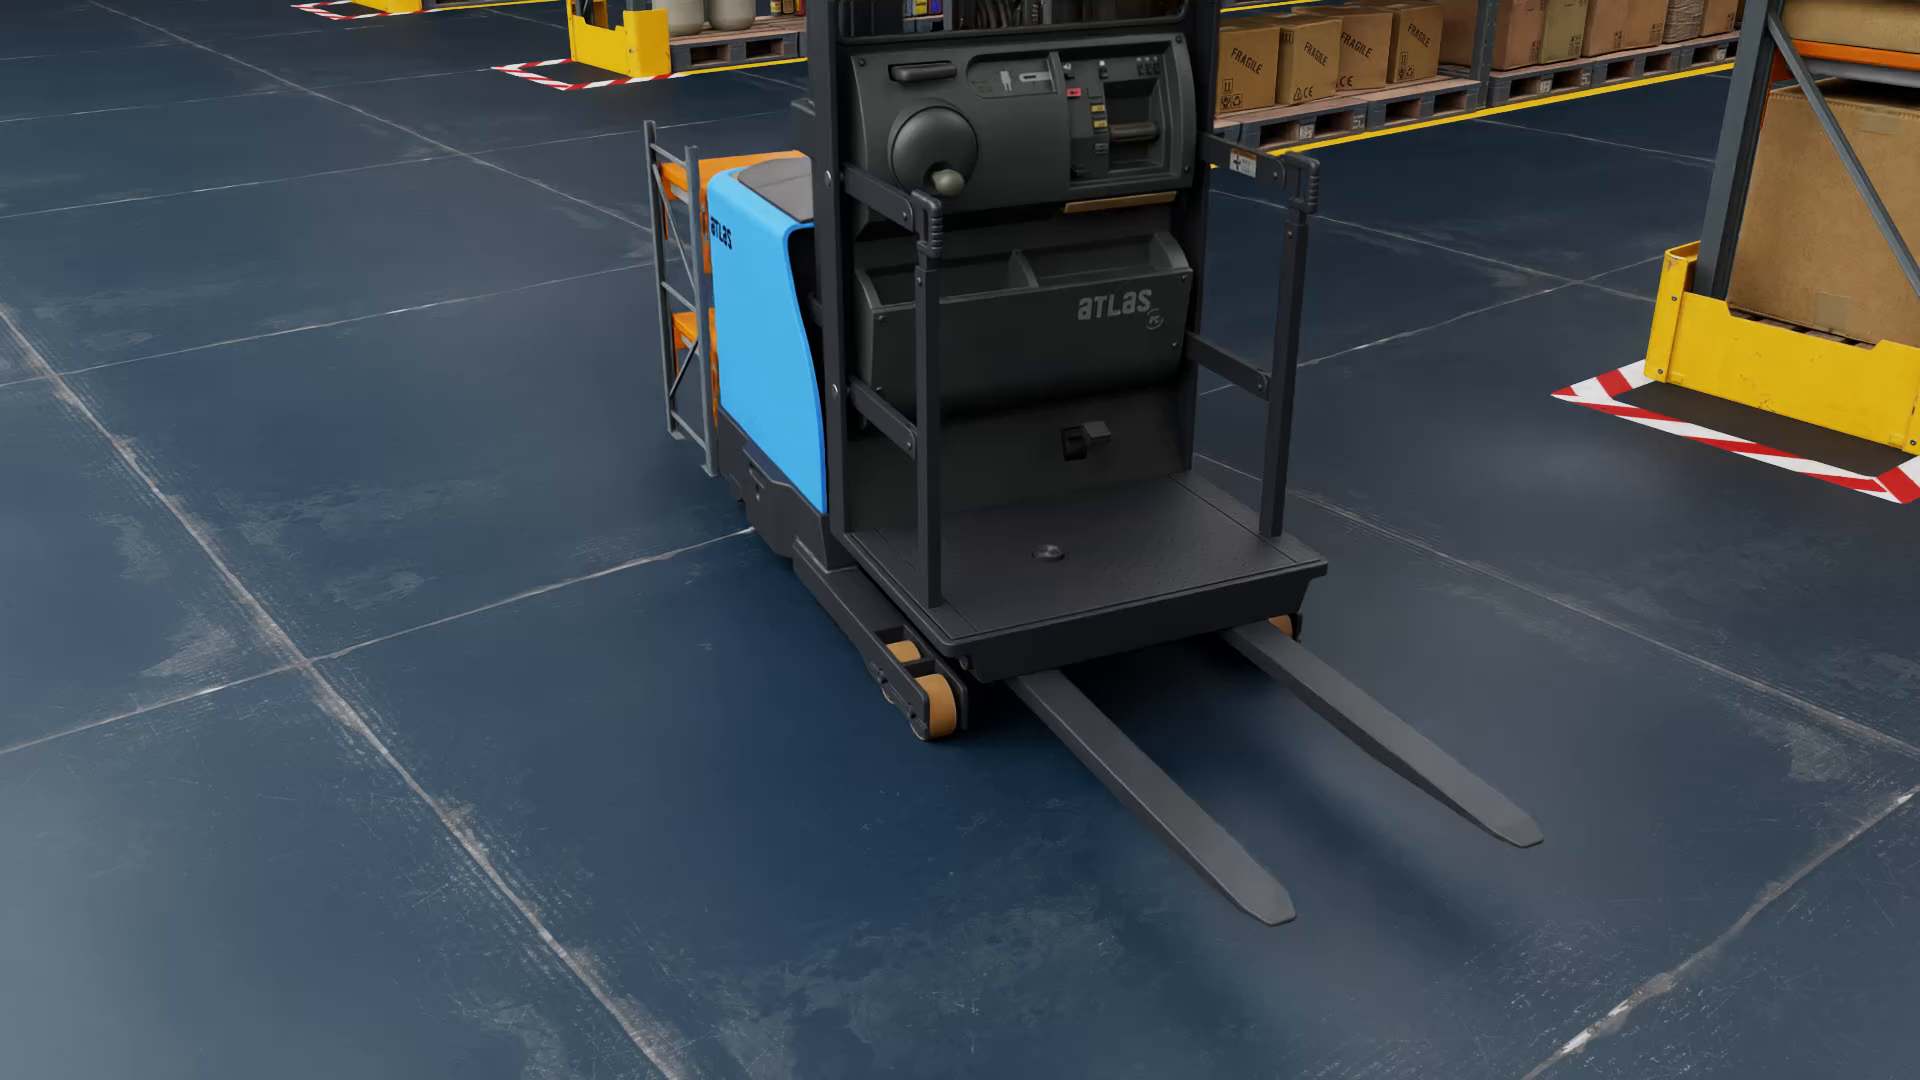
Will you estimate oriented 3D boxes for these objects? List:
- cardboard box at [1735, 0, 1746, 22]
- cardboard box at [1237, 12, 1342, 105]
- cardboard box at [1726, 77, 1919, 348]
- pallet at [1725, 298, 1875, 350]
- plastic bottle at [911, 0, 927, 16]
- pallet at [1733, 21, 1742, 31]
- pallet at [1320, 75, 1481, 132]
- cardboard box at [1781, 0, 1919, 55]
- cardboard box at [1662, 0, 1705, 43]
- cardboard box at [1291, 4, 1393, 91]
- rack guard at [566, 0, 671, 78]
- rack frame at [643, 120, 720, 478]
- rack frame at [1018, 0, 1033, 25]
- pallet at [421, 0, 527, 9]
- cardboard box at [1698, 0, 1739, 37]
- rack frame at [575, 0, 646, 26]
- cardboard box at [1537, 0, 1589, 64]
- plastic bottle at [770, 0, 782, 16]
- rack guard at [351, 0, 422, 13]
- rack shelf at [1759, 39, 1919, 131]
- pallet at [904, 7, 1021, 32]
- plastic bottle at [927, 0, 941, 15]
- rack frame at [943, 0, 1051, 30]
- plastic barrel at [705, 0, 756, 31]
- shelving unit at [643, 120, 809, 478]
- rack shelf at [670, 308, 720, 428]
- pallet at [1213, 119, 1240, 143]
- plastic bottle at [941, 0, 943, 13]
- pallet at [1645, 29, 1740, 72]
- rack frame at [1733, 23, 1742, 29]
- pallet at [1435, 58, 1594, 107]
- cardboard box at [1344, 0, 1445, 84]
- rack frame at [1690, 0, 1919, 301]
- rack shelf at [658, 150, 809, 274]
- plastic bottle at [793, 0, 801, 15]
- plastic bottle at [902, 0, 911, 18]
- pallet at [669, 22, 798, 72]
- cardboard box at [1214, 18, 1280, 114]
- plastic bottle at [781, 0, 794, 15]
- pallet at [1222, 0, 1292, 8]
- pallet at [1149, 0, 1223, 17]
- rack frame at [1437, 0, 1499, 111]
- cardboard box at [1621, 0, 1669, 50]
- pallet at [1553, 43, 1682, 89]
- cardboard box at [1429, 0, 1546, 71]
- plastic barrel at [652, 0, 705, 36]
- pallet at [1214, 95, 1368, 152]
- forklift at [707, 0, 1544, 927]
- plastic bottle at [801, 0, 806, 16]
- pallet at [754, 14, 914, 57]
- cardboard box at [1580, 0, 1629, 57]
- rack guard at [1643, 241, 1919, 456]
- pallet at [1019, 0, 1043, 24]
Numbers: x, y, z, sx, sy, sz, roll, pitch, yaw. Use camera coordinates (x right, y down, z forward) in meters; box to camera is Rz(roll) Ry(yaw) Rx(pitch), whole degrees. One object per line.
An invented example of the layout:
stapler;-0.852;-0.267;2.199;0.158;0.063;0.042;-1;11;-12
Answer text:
cardboard box;7.104;-5.029;14.547;0.875;0.875;1.225;-20;32;-36
cardboard box;2.175;-3.218;11.091;0.500;0.500;0.500;-22;33;-38
cardboard box;3.727;-1.307;6.528;0.875;0.875;0.875;-18;30;-34
pallet;3.815;-0.851;6.833;1.213;0.211;1.003;-18;31;-34
plastic bottle;-0.390;-4.833;14.724;0.185;0.351;0.144;-18;31;-34
pallet;7.215;-4.545;14.791;1.213;0.211;1.003;-18;31;-34
pallet;2.894;-3.139;11.764;1.213;0.211;1.003;-18;31;-34
cardboard box;3.498;-2.062;5.951;0.550;0.550;0.875;-18;31;-34
cardboard box;5.605;-4.366;13.542;0.500;0.500;0.700;-21;32;-38
cardboard box;2.615;-3.405;11.495;0.500;0.500;0.500;-9;26;-18
rack guard;-2.773;-4.094;13.477;0.348;0.500;1.175;-18;31;-34
rack frame;-0.951;-0.821;5.683;0.032;1.125;0.500;-12;27;-24
rack frame;0.344;-6.231;15.113;0.127;3.000;1.000;-18;31;-34
pallet;-5.281;-5.782;17.457;1.213;0.211;1.003;-18;31;-34
cardboard box;6.033;-4.515;13.861;0.500;0.500;0.700;-20;32;-37
rack frame;-2.803;-5.192;12.875;0.127;3.000;1.000;-18;31;-34
cardboard box;4.284;-3.926;12.593;0.500;0.500;0.700;-18;31;-34
plastic bottle;-1.629;-4.745;14.712;0.097;0.201;0.097;0;25;0
rack guard;-5.876;-5.694;16.925;0.348;0.500;1.175;-18;31;-34
rack shelf;4.808;-2.075;7.013;4.000;0.370;1.077;-18;31;-34
pallet;-0.210;-4.806;15.354;1.213;0.211;1.003;-18;31;-34
plastic bottle;-0.238;-4.830;14.798;0.133;0.283;0.061;-16;29;-31
rack frame;0.253;-3.551;9.339;0.127;3.000;1.000;-18;31;-34
plastic barrel;-1.938;-4.581;14.013;0.421;0.512;0.421;0;25;0
shelving unit;-0.495;-0.916;5.887;1.048;1.125;0.538;-12;27;-24
rack shelf;-0.495;-0.694;5.990;1.000;0.278;0.538;-12;27;-24
pallet;0.974;-2.506;10.398;1.213;0.211;1.003;-18;31;-34
plastic bottle;-0.136;-4.917;14.905;0.185;0.351;0.144;-20;32;-37
pallet;5.932;-4.162;13.968;1.213;0.211;1.003;-18;31;-34
rack frame;6.548;-5.630;13.817;0.127;3.000;1.000;-18;31;-34
pallet;4.012;-3.528;12.602;1.213;0.211;1.003;-18;31;-34
cardboard box;3.061;-3.557;11.821;0.500;0.500;0.500;-19;31;-36
rack frame;3.234;-1.882;5.742;0.127;3.000;1.000;-18;31;-34
rack shelf;-0.495;-1.181;5.764;1.000;0.278;0.538;-12;27;-24
plastic bottle;-1.414;-4.835;14.818;0.135;0.276;0.152;-18;30;-34
plastic bottle;-0.520;-4.758;14.652;0.135;0.276;0.152;-18;30;-33
pallet;-2.130;-4.172;13.989;1.213;0.211;1.003;-18;31;-34
cardboard box;1.708;-3.088;10.810;0.500;0.500;0.500;-15;29;-29
plastic bottle;-1.548;-4.818;14.773;0.133;0.283;0.061;-17;30;-33
pallet;2.858;-5.817;17.533;1.213;0.211;1.003;-18;31;-34
pallet;1.899;-5.502;16.854;1.213;0.211;1.003;-18;31;-34
rack frame;3.400;-4.591;11.578;0.127;3.000;1.000;-18;31;-34
cardboard box;5.163;-4.217;13.219;0.500;0.500;0.700;-15;29;-30
pallet;4.973;-3.847;13.289;1.213;0.211;1.003;-18;31;-34
cardboard box;3.897;-3.809;12.340;0.500;0.500;0.700;-21;32;-38
plastic barrel;-2.333;-4.451;13.733;0.421;0.512;0.421;0;25;0
pallet;1.933;-2.821;11.077;1.213;0.211;1.003;-18;31;-34
forklift;0.266;-1.036;4.000;1.130;2.935;3.031;-11;27;-22
plastic bottle;-1.347;-4.803;14.740;0.133;0.283;0.061;-18;31;-34
pallet;-1.171;-4.487;14.668;1.213;0.211;1.003;-18;31;-34
cardboard box;4.724;-4.072;12.907;0.500;0.500;0.700;-21;32;-38
rack guard;3.215;-0.742;6.255;0.348;0.500;1.175;-18;31;-34
pallet;0.938;-5.183;16.168;1.213;0.211;1.003;-18;31;-34
